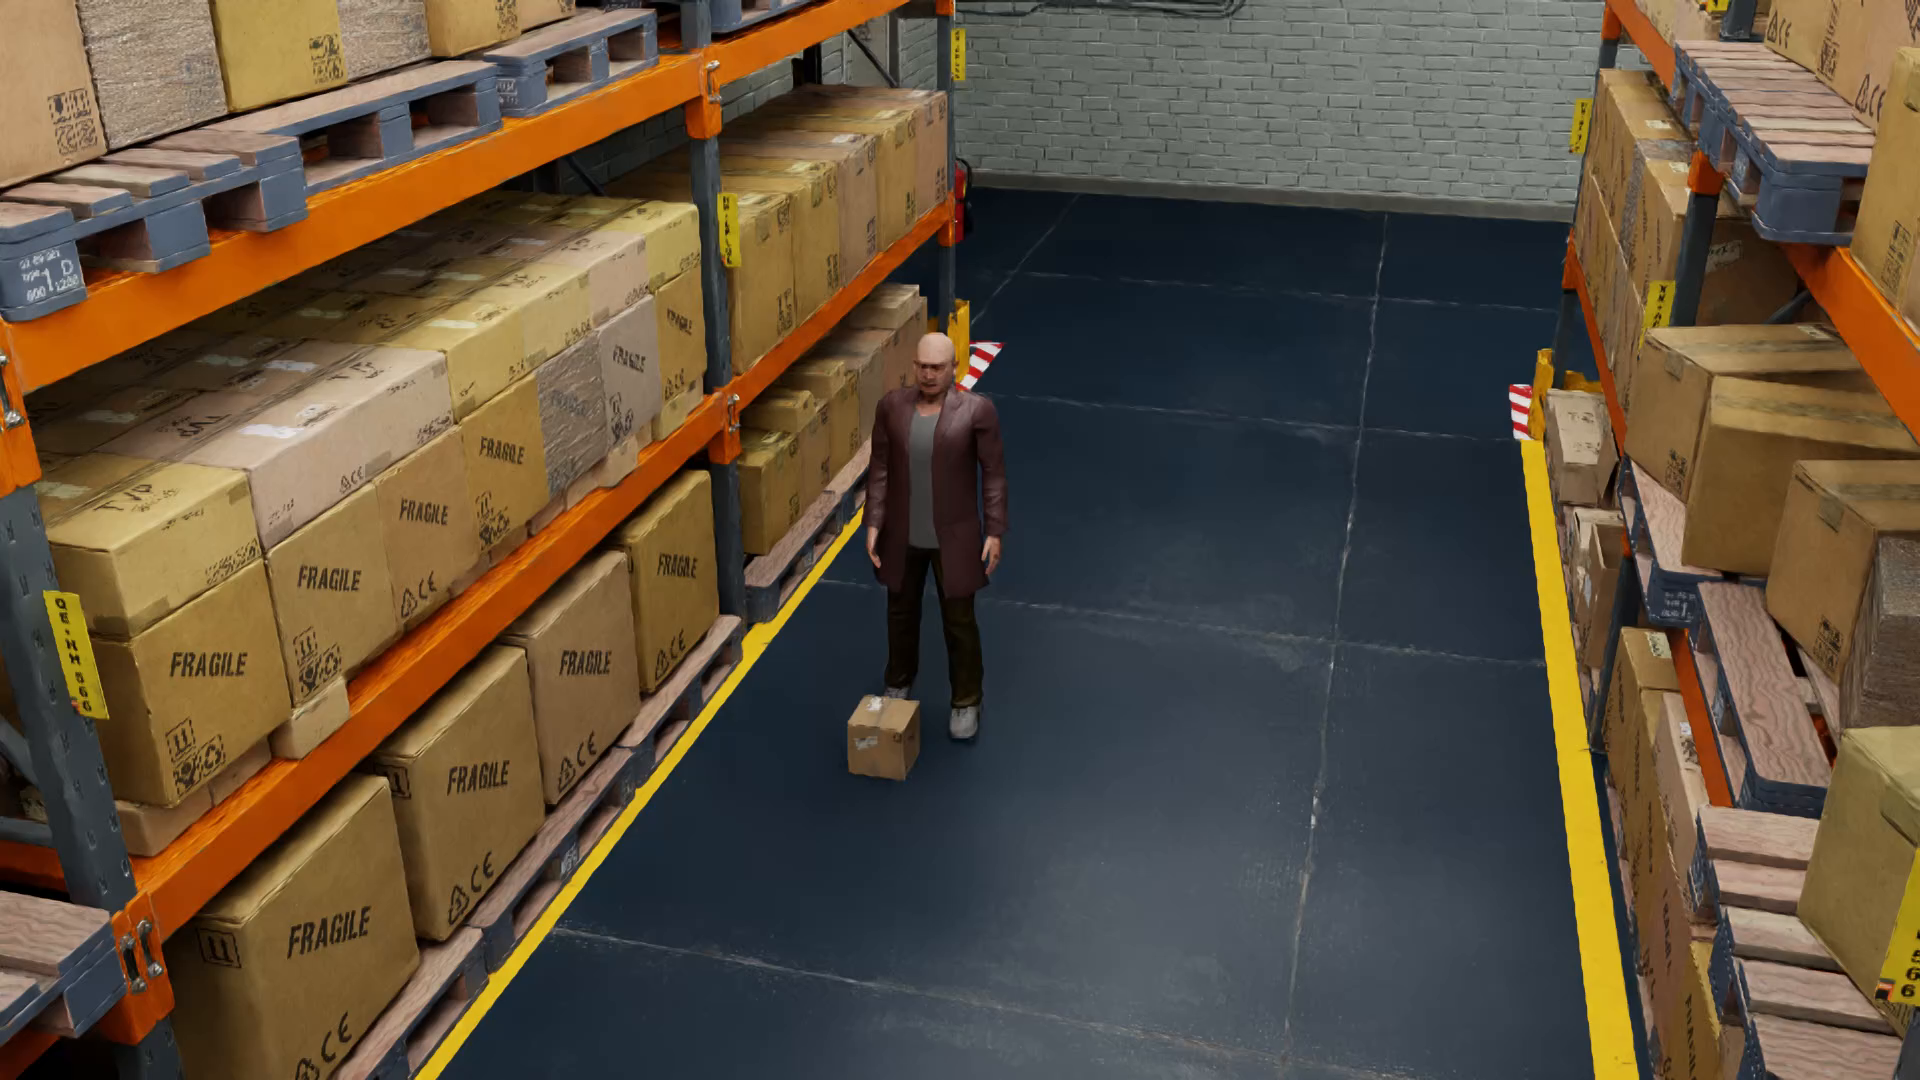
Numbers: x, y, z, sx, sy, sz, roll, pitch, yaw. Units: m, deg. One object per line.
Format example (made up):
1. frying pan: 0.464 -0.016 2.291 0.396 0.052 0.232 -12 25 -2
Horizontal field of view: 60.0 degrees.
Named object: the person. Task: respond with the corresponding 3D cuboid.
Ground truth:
1. person: -0.101 -0.004 7.184 0.645 1.822 0.476 7 26 14
